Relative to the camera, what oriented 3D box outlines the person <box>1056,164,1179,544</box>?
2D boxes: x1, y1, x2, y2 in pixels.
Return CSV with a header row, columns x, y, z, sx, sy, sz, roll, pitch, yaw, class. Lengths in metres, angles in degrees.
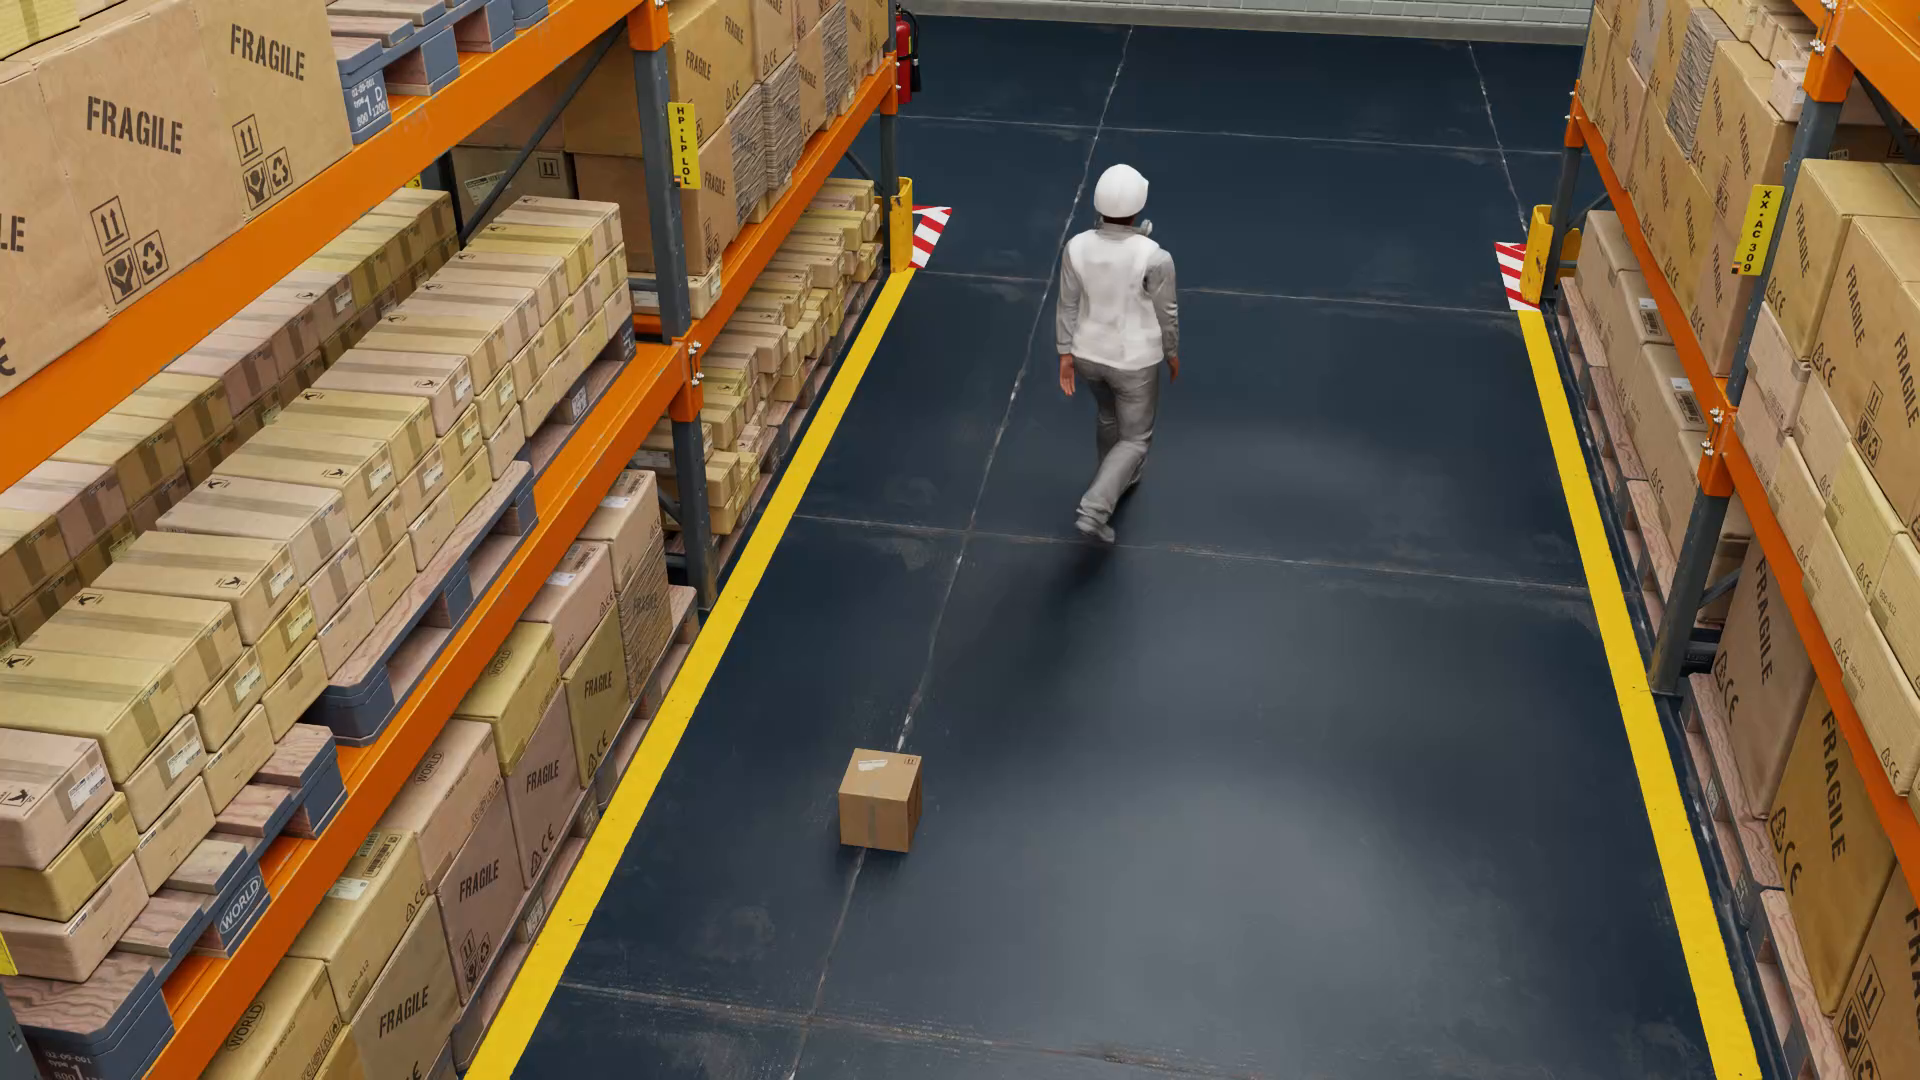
x,y,z,sx,sy,sz,roll,pitch,yaw,class
0.695,-0.834,7.427,0.532,1.735,0.931,18,36,26,person
